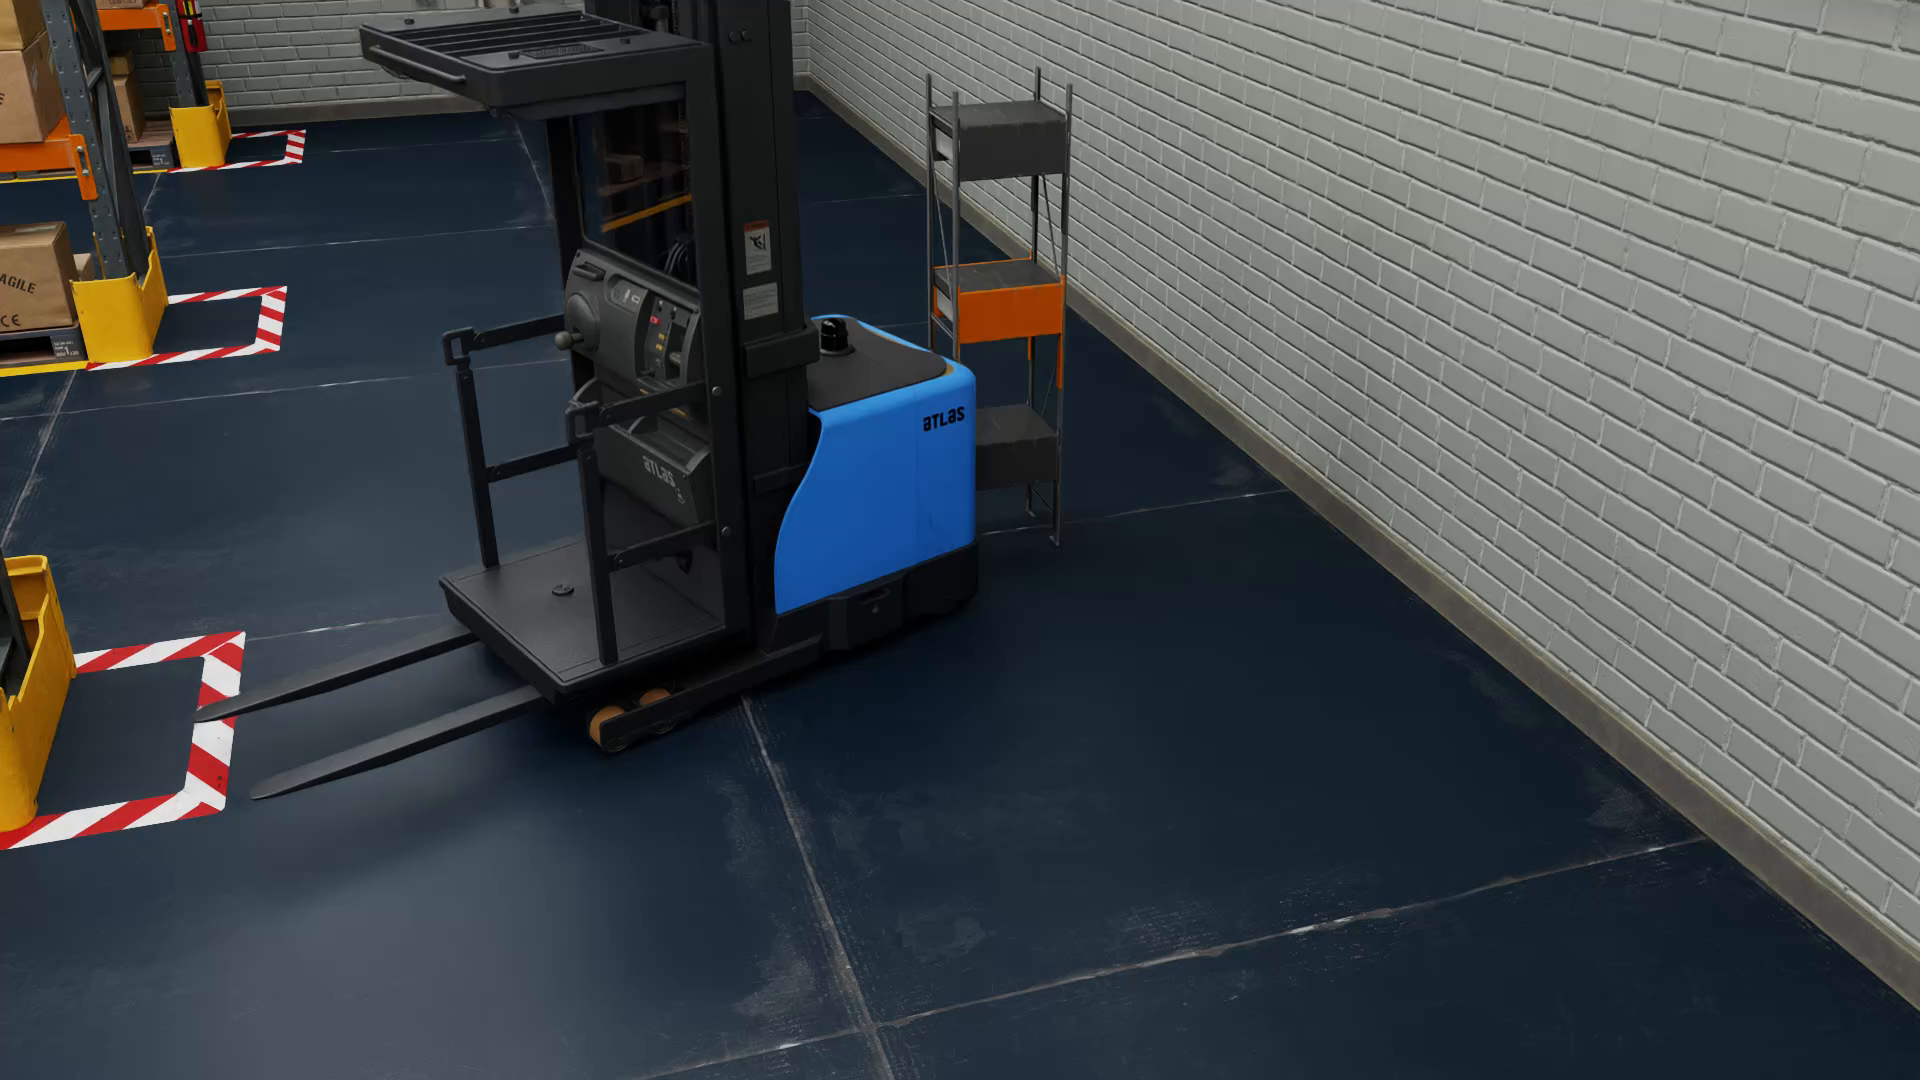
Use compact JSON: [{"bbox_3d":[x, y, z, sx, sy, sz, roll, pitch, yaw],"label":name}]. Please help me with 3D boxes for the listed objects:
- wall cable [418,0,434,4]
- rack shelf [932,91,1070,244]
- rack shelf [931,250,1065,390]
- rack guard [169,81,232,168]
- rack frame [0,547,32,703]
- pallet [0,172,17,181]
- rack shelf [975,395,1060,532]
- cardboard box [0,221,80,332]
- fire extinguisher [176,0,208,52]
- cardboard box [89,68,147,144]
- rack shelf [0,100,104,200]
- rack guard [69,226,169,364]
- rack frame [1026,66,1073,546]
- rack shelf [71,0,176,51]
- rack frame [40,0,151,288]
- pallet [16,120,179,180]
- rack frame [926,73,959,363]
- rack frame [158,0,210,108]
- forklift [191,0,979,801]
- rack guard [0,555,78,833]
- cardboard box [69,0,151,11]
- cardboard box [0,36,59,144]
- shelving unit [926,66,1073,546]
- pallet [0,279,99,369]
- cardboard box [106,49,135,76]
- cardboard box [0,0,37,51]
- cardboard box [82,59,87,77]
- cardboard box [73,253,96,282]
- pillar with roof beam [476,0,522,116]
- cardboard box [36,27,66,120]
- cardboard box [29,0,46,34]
[{"bbox_3d":[-5.716,-5.785,14.887,1.851,1.984,0.084,-8,28,-16],"label":"wall cable"},{"bbox_3d":[0.157,-1.578,7.024,0.480,0.518,0.431,-8,28,-16],"label":"rack shelf"},{"bbox_3d":[0.157,-0.951,7.335,0.480,0.518,0.431,-8,28,-16],"label":"rack shelf"},{"bbox_3d":[-6.617,-3.638,14.515,0.348,0.500,1.175,-8,28,-16],"label":"rack guard"},{"bbox_3d":[-3.572,-0.565,5.515,0.127,3.000,1.000,-8,28,-16],"label":"rack frame"},{"bbox_3d":[-8.534,-3.195,13.949,1.213,0.211,1.003,-8,28,-16],"label":"pallet"},{"bbox_3d":[0.157,-0.324,7.646,0.480,0.518,0.431,-8,28,-16],"label":"rack shelf"},{"bbox_3d":[-5.543,-1.558,9.832,0.500,0.500,0.500,-8,28,-16],"label":"cardboard box"},{"bbox_3d":[-6.354,-4.378,13.701,0.183,0.674,0.296,-8,28,-16],"label":"fire extinguisher"},{"bbox_3d":[-7.275,-3.684,14.135,0.500,0.500,0.700,-8,28,-16],"label":"cardboard box"},{"bbox_3d":[-7.004,-2.062,9.340,4.000,0.370,1.077,-8,28,-16],"label":"rack shelf"},{"bbox_3d":[-5.175,-1.530,10.269,0.348,0.500,1.175,-8,28,-16],"label":"rack guard"},{"bbox_3d":[0.389,-0.997,7.397,0.015,2.100,0.400,-8,28,-16],"label":"rack frame"},{"bbox_3d":[-8.542,-4.156,13.558,4.000,0.370,1.077,-8,28,-16],"label":"rack shelf"},{"bbox_3d":[-5.103,-2.660,9.734,0.127,3.000,1.000,-8,28,-16],"label":"rack frame"},{"bbox_3d":[-7.376,-3.362,14.284,1.213,0.211,1.003,-8,28,-16],"label":"pallet"},{"bbox_3d":[-0.075,-0.930,7.261,0.015,2.100,0.400,-8,28,-16],"label":"rack frame"},{"bbox_3d":[-6.640,-4.754,13.952,0.127,3.000,1.000,-8,28,-16],"label":"rack frame"},{"bbox_3d":[-1.382,-0.792,6.049,3.031,2.935,1.130,-20,33,-34],"label":"forklift"},{"bbox_3d":[-3.553,0.546,6.088,0.348,0.500,1.175,-8,28,-16],"label":"rack guard"},{"bbox_3d":[-7.122,-4.814,13.736,0.700,0.700,0.980,-7,27,-14],"label":"cardboard box"},{"bbox_3d":[-5.444,-2.528,9.356,0.500,0.500,0.500,-7,27,-15],"label":"cardboard box"},{"bbox_3d":[0.157,-0.963,7.329,0.503,2.100,0.431,-8,28,-16],"label":"shelving unit"},{"bbox_3d":[-5.933,-1.290,10.112,1.213,0.211,1.003,-8,28,-16],"label":"pallet"},{"bbox_3d":[-7.218,-4.076,14.196,0.250,0.149,0.380,-8,28,-16],"label":"cardboard box"},{"bbox_3d":[-5.441,-2.975,9.132,0.500,0.500,0.500,-8,28,-17],"label":"cardboard box"},{"bbox_3d":[-7.340,-3.879,13.800,0.250,0.149,0.380,-9,28,-17],"label":"cardboard box"},{"bbox_3d":[-5.607,-1.668,10.447,0.250,0.149,0.380,-8,28,-16],"label":"cardboard box"},{"bbox_3d":[-3.008,-6.358,10.437,0.400,9.000,9.100,-8,28,-16],"label":"pillar with roof beam"},{"bbox_3d":[-5.606,-2.755,9.814,0.500,0.500,0.500,-8,27,-15],"label":"cardboard box"},{"bbox_3d":[-5.606,-3.203,9.591,0.500,0.500,0.500,-7,27,-15],"label":"cardboard box"}]
